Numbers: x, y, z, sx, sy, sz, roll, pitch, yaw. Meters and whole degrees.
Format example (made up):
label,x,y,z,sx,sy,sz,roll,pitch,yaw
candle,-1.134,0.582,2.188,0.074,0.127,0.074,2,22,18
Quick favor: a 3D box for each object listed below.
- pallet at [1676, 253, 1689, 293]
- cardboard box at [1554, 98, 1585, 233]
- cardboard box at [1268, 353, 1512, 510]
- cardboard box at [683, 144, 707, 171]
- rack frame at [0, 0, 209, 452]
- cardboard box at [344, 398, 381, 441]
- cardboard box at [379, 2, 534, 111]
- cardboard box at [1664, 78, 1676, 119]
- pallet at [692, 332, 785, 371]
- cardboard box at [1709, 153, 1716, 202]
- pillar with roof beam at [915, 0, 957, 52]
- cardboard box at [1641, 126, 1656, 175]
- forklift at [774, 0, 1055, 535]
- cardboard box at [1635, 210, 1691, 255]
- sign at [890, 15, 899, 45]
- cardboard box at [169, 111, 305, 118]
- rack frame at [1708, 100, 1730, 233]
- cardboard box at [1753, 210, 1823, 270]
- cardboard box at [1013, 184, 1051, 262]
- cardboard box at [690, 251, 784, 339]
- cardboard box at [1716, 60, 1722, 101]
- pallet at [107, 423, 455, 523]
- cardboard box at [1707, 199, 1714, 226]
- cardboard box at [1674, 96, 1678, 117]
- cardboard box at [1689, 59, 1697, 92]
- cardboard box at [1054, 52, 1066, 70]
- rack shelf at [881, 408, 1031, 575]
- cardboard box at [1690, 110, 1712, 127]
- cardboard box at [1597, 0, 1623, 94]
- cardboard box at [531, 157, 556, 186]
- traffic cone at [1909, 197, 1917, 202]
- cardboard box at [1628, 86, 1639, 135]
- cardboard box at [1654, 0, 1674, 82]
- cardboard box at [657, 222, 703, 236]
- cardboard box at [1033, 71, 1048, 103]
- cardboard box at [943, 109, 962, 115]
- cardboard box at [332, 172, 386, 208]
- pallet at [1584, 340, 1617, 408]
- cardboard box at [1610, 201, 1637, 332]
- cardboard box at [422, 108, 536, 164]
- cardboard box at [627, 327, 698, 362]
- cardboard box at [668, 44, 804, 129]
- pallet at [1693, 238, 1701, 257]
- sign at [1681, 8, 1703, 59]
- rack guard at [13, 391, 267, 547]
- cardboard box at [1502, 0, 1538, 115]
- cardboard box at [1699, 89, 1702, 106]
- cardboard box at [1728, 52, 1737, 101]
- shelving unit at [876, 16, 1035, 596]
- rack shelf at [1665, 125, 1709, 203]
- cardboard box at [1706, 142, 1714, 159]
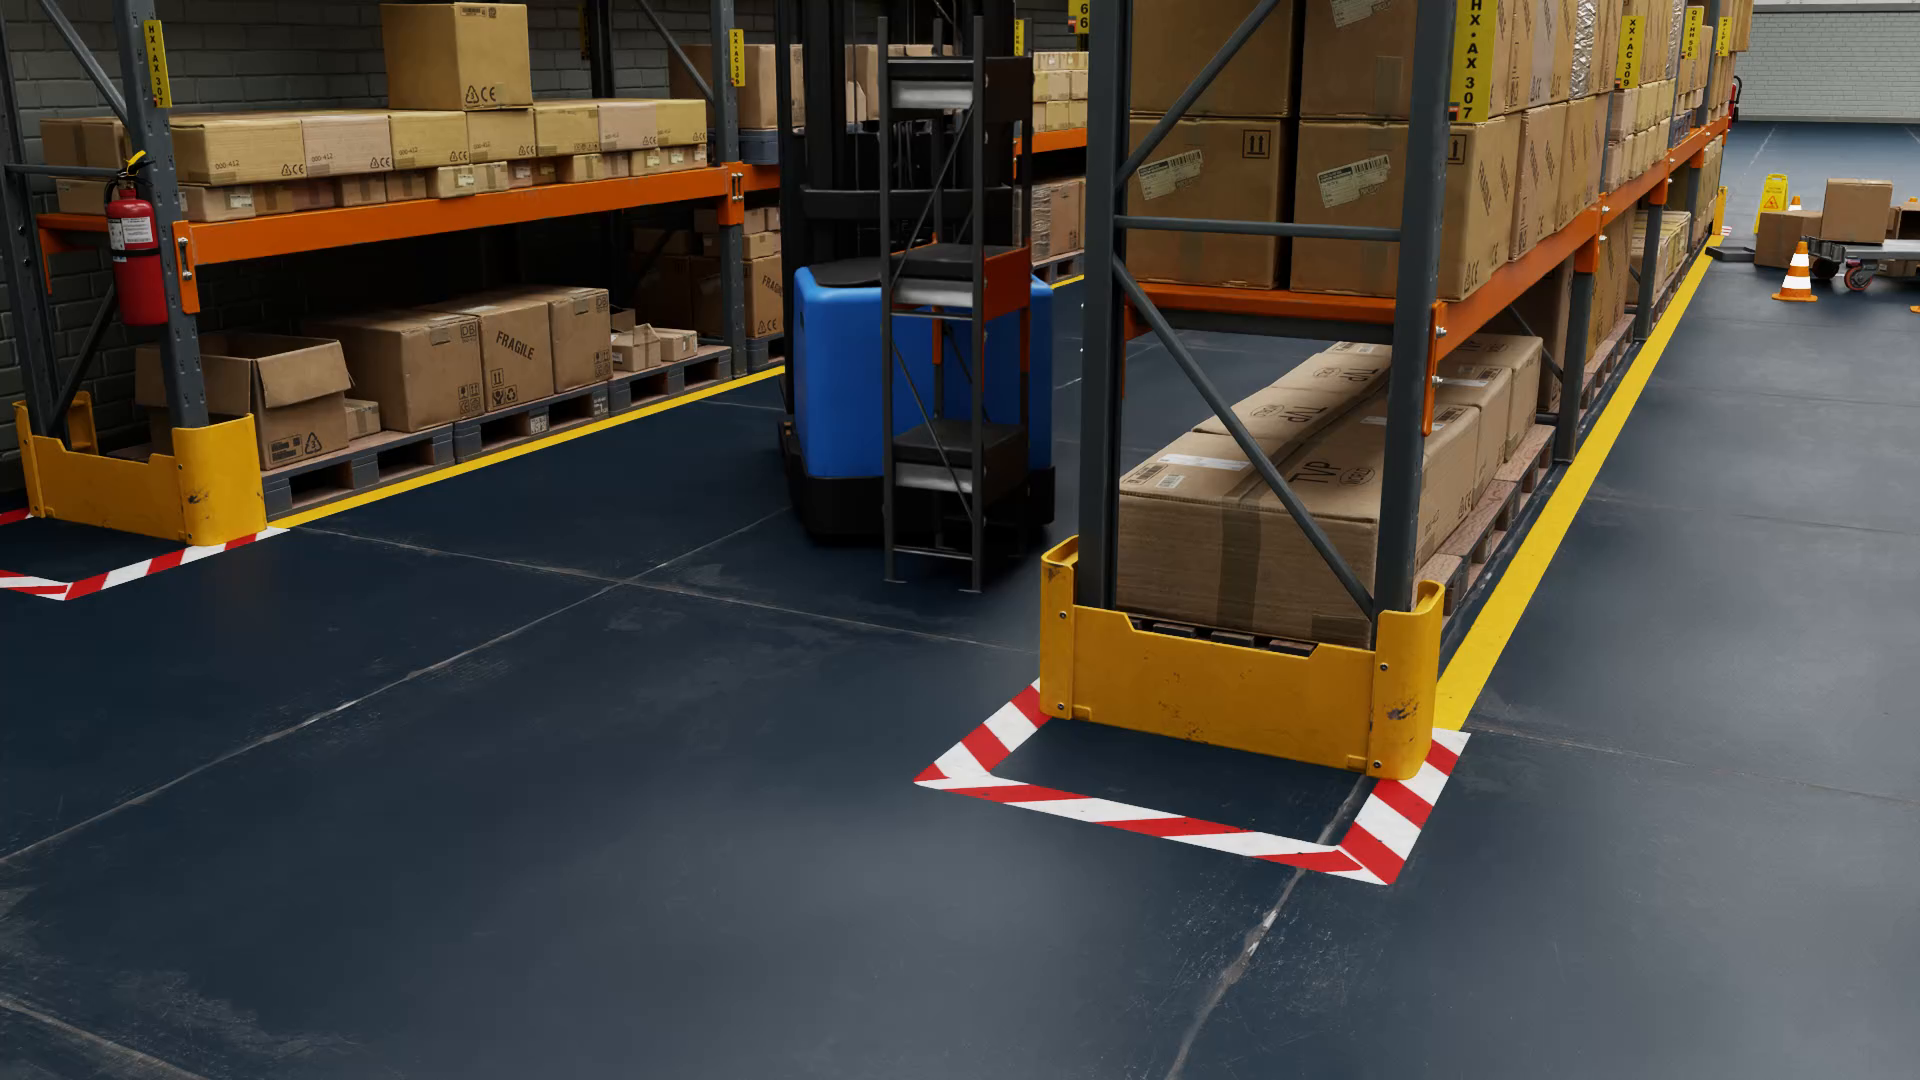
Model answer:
label,x,y,z,sx,sy,sz,roll,pitch,yaw
pallet,5.853,-2.393,14.711,1.003,0.211,1.213,8,18,25
cardboard box,2.210,-1.526,6.719,0.500,0.500,0.500,8,18,25
cardboard box,1.849,-0.489,7.166,0.875,0.438,0.875,8,18,24
cardboard box,-1.734,-2.288,9.899,0.380,0.149,0.250,8,18,26
rack frame,-3.605,-1.502,6.814,1.000,3.000,0.127,8,18,25
cardboard box,-3.022,-0.584,7.992,0.380,0.149,0.250,7,18,23
cardboard box,-2.491,-2.396,8.247,0.500,0.500,0.500,9,19,27
cardboard box,4.423,-2.922,10.978,0.500,0.250,0.500,8,18,25
pallet,-1.488,-1.396,11.356,1.003,0.211,1.213,8,18,25
cardboard box,7.400,-3.692,16.960,0.500,0.500,0.500,8,18,24
pillar with roof beam,3.597,-6.315,12.481,9.100,9.000,0.400,8,18,25
cardboard box,3.762,-2.284,9.709,0.500,0.250,0.500,8,18,24
forklift,-0.333,-1.802,7.943,1.130,2.935,3.031,-2,17,-8
cardboard box,5.967,-2.736,14.846,0.950,0.372,0.625,8,18,26
sign,-0.528,-4.165,13.745,0.100,0.325,0.005,8,18,25
cardboard box,-3.405,-1.855,7.743,0.500,0.250,0.500,8,18,26
rack frame,7.987,-4.947,18.413,1.000,3.000,0.127,8,18,25
cardboard box,7.895,-2.831,15.674,0.500,0.500,0.500,-7,18,-22
cardboard box,0.261,-2.760,14.483,0.875,0.625,0.625,9,19,27
cardboard box,-1.400,-1.619,10.859,0.500,0.500,0.500,9,19,28
cardboard box,6.849,-4.326,15.624,0.500,0.500,0.500,8,18,25
pallet,-3.216,-0.388,7.961,1.003,0.211,1.213,8,18,25
cardboard box,7.628,-3.459,17.495,0.500,0.250,0.500,8,18,26
cardboard box,5.043,-3.181,12.170,0.380,0.149,0.250,7,18,22
cardboard box,5.508,-3.783,13.056,0.500,0.500,0.500,7,18,23
cardboard box,0.691,-4.148,14.406,0.380,0.149,0.250,8,18,26
rack shelf,-0.009,-0.199,6.514,0.431,0.518,0.480,7,18,22
cardboard box,6.627,-3.847,15.151,0.380,0.149,0.250,8,18,25
cardboard box,2.661,-2.263,7.442,0.500,0.500,0.500,8,18,25
cardboard box,-2.371,-1.966,8.815,0.380,0.149,0.250,8,18,26
traffic cone,10.094,-3.403,17.669,0.336,0.463,0.334,8,18,25
cardboard box,3.281,-2.271,8.788,0.500,0.250,0.500,8,19,26
cardboard box,3.965,-3.014,9.974,0.500,0.500,0.500,8,18,25
cardboard box,-1.798,-2.033,11.116,0.380,0.149,0.250,8,18,25
cardboard box,0.409,-3.787,13.891,0.500,0.250,0.500,8,18,25
cardboard box,-0.212,-3.360,12.593,0.500,0.250,0.500,7,18,23
cardboard box,-2.886,-1.629,7.683,0.380,0.149,0.250,9,19,27
pallet,3.446,-1.072,10.263,1.003,0.211,1.213,8,18,25
cardboard box,4.029,-1.927,11.238,0.875,0.875,0.875,8,18,25
cardboard box,-2.503,-2.045,8.383,0.500,0.250,0.500,8,18,24
cardboard box,-1.804,-1.177,9.987,0.380,0.149,0.250,7,18,24
cardboard box,-1.401,-2.865,10.490,0.700,0.500,0.500,9,19,27
pallet,7.012,-3.079,17.021,1.003,0.211,1.213,8,18,25
sign,4.910,-3.395,11.152,0.100,0.325,0.005,8,18,25
rack guard,-3.571,-0.324,7.236,1.175,0.500,0.348,8,18,25
cardboard box,1.531,-1.618,5.271,0.500,0.500,0.500,8,18,24
cardboard box,6.000,-3.708,13.944,0.380,0.149,0.250,8,18,24
cardboard box,7.991,-4.965,17.773,0.500,0.500,0.500,8,18,24
shelving unit,-0.009,-0.883,6.311,0.431,2.100,0.503,7,18,22
rack shelf,5.306,-3.074,13.370,1.077,0.370,4.000,8,18,25
cardboard box,7.042,-3.753,16.028,0.380,0.149,0.250,9,19,27
